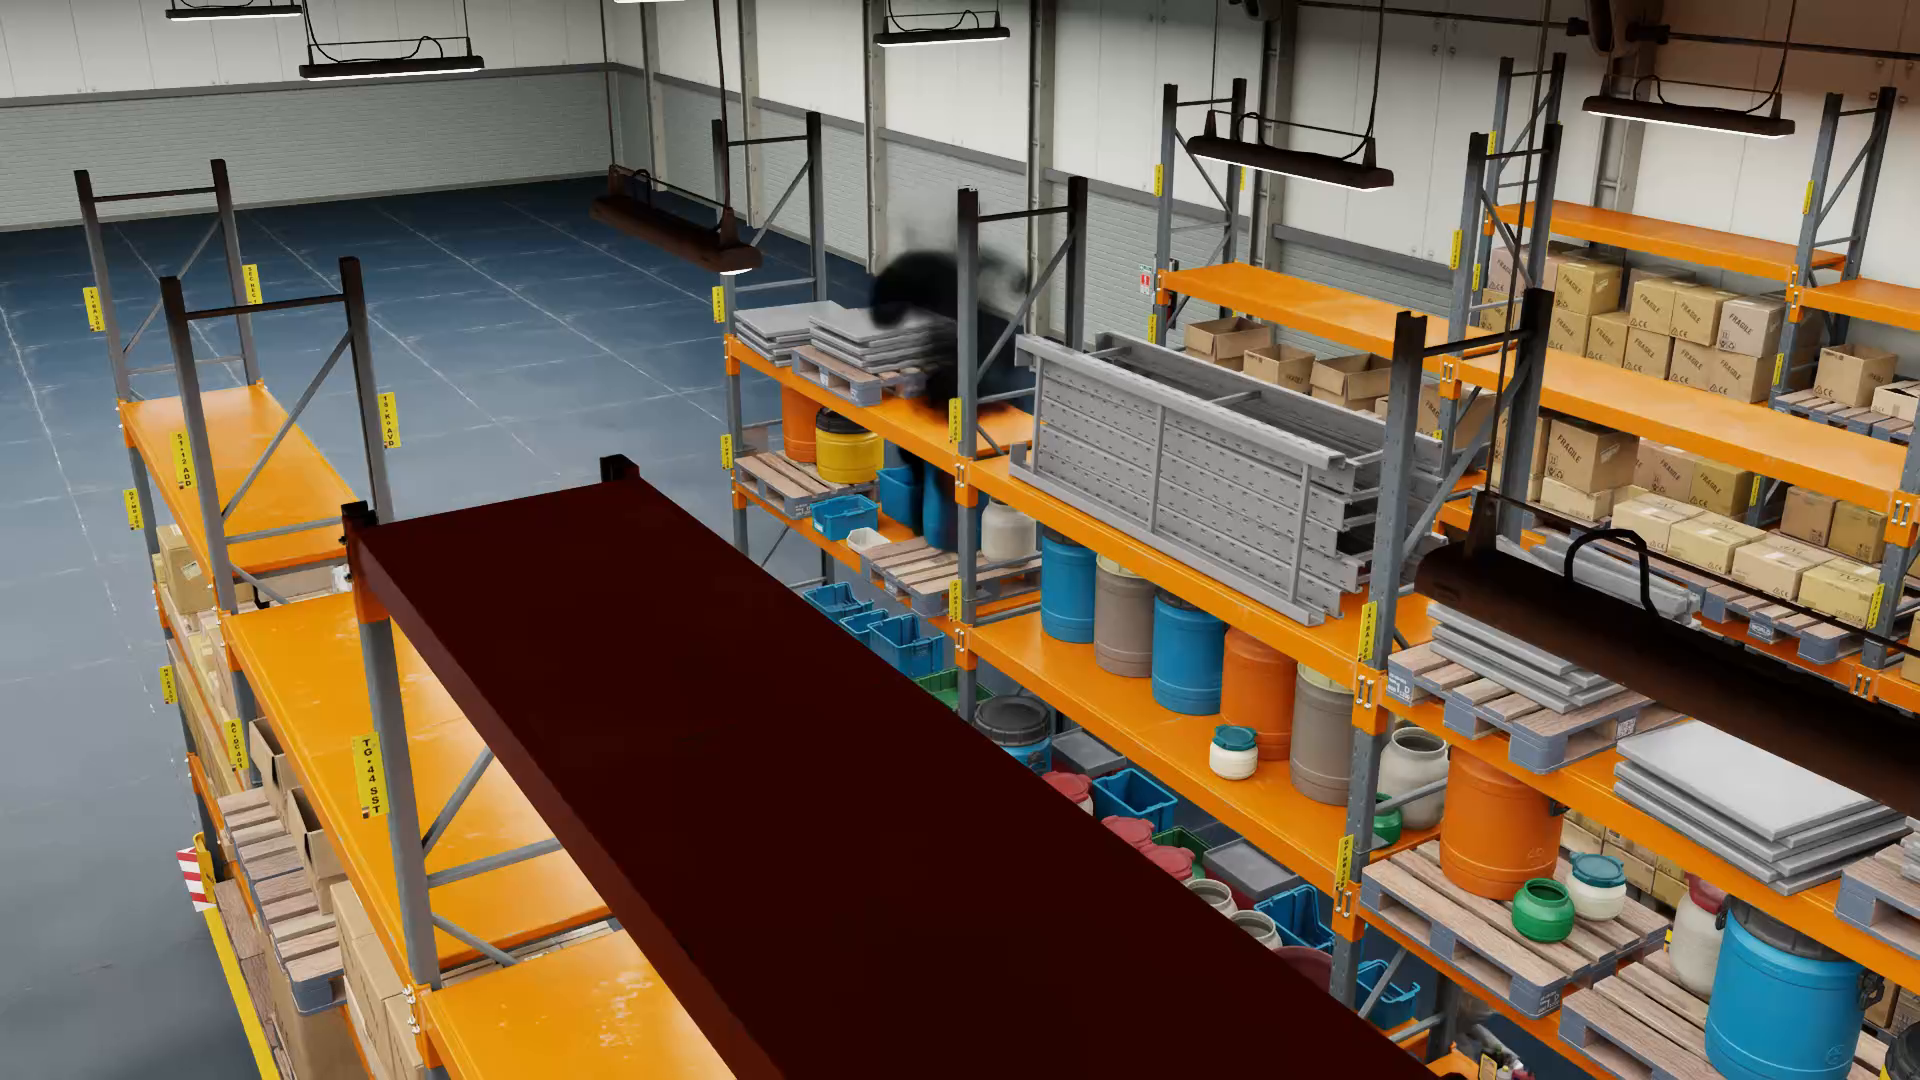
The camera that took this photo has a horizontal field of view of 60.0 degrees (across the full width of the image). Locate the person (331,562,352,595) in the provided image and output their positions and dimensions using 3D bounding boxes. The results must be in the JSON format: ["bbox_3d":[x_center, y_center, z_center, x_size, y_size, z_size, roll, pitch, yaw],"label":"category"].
[{"bbox_3d":[-6.384,0.774,17.265,0.589,1.646,0.558,-3,22,-8],"label":"person"}]

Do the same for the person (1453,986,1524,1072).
[{"bbox_3d":[3.620,3.190,11.399,0.537,1.539,0.549,-17,27,-35],"label":"person"}]
